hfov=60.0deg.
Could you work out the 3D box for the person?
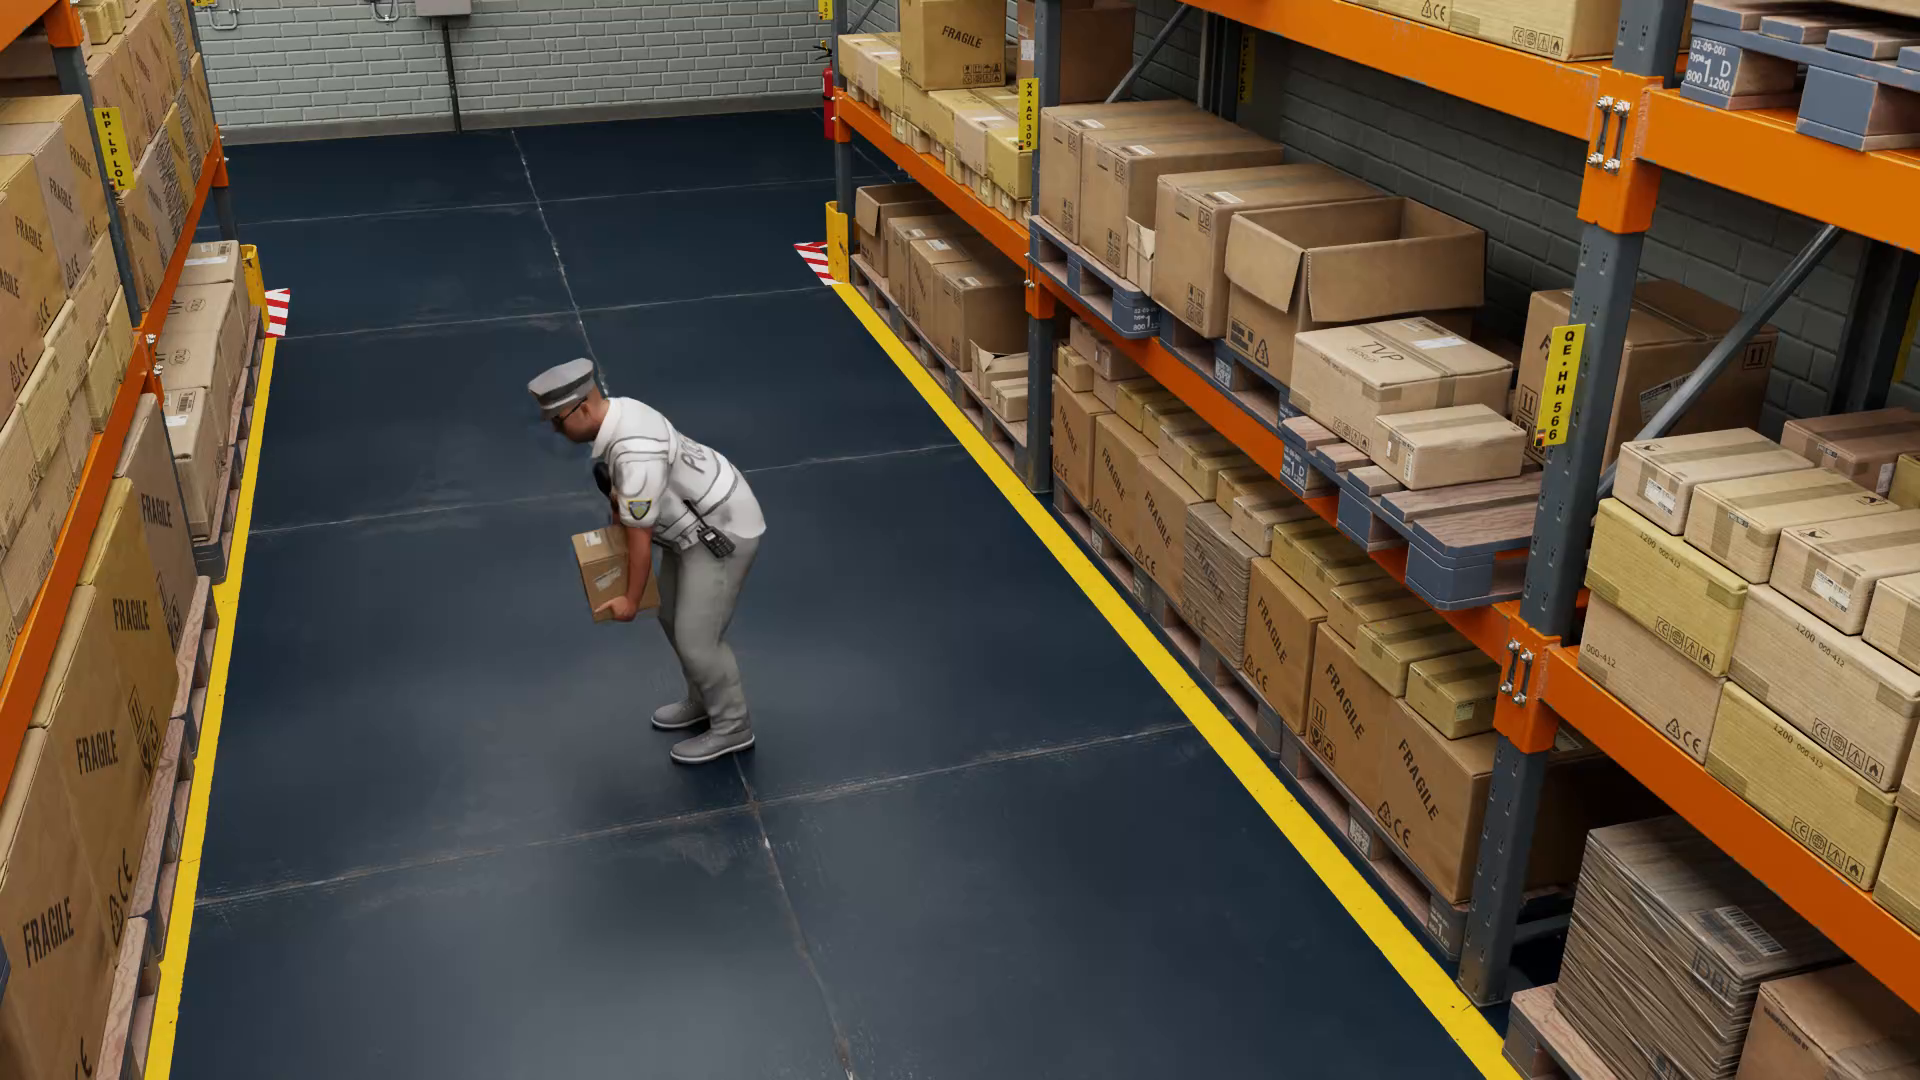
[{"bbox_3d":[-1.117,0.074,6.153,0.791,1.585,0.467,-9,27,-17],"label":"person"}]
